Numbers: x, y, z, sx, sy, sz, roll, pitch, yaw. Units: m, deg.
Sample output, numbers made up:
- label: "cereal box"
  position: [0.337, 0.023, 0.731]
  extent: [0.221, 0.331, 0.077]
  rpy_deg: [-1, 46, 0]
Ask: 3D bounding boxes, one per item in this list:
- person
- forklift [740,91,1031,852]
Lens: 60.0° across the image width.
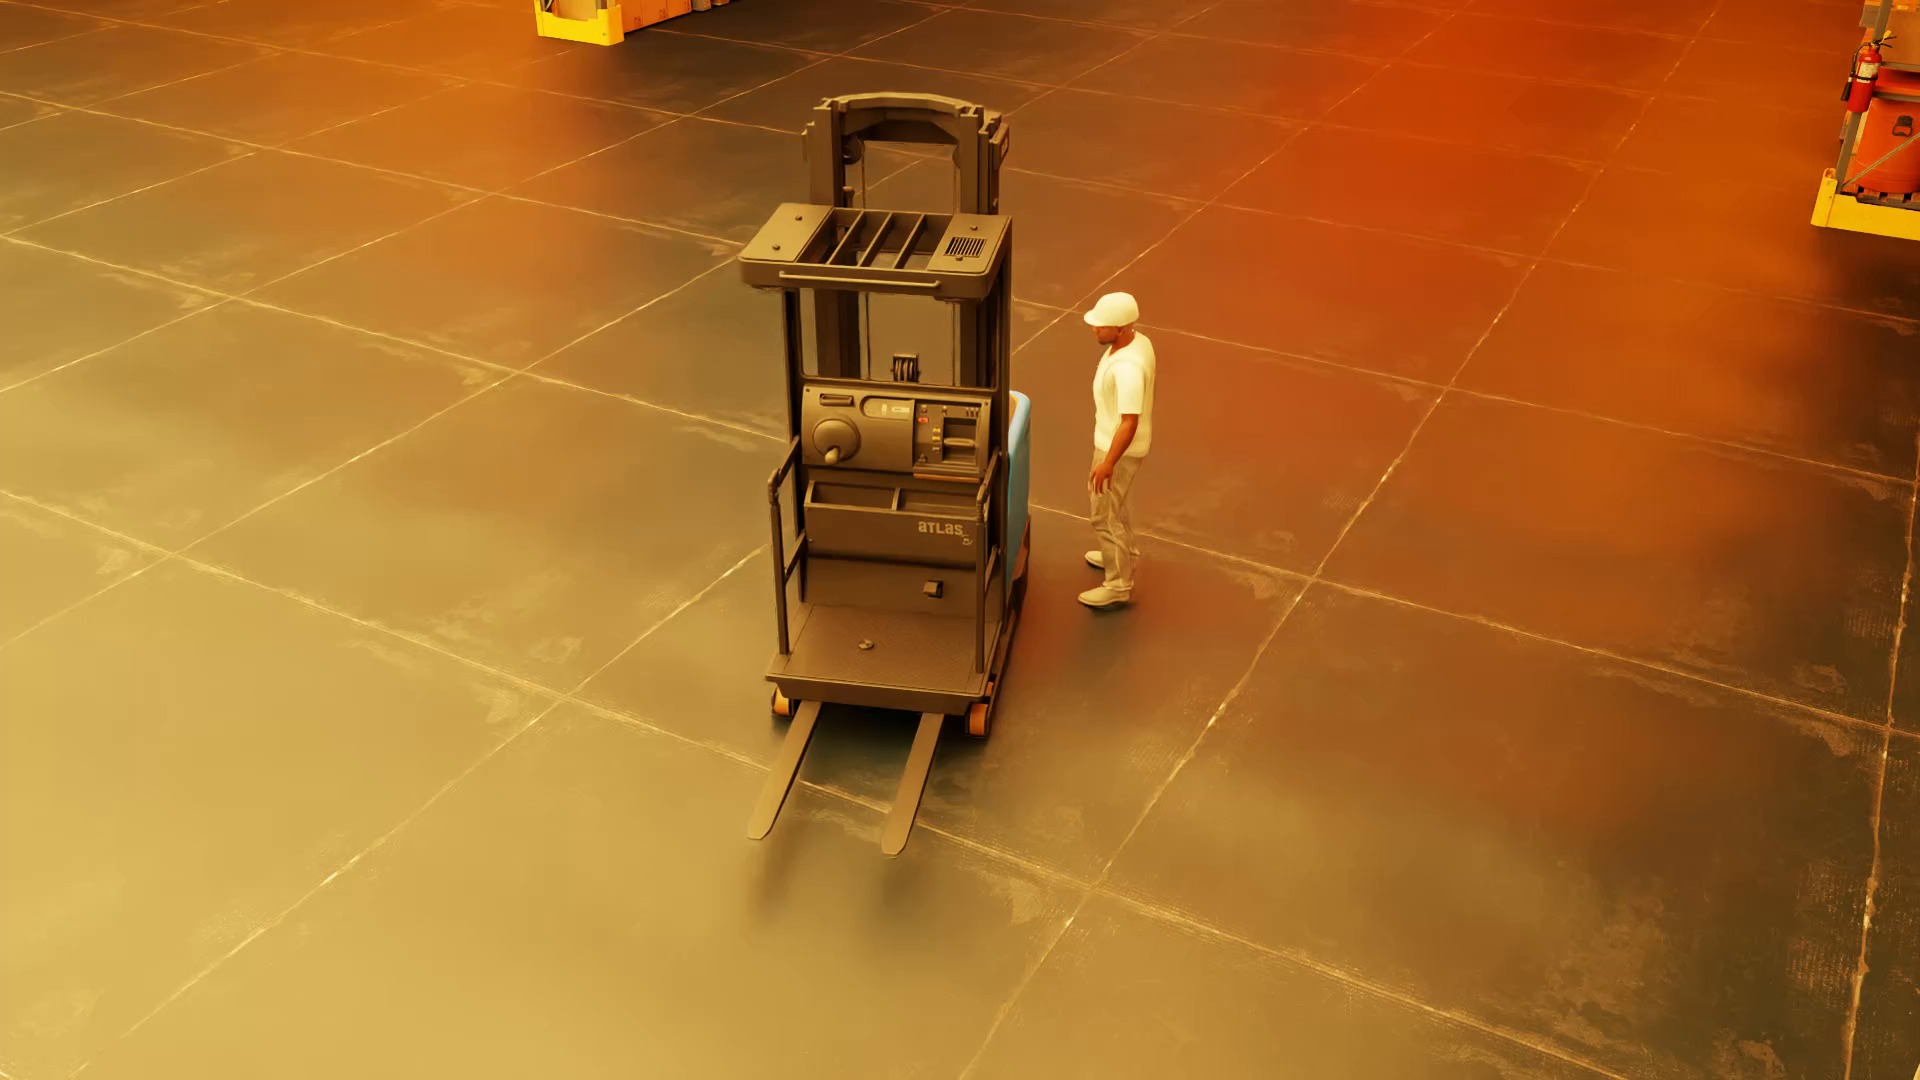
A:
- label: "person"
  position: [0.840, -0.544, 9.218]
  extent: [0.403, 1.737, 0.830]
  rpy_deg: [3, 30, 5]
- label: "forklift"
  position: [-0.342, -0.499, 7.935]
  extent: [1.130, 2.935, 3.031]
  rpy_deg: [5, 30, 8]
